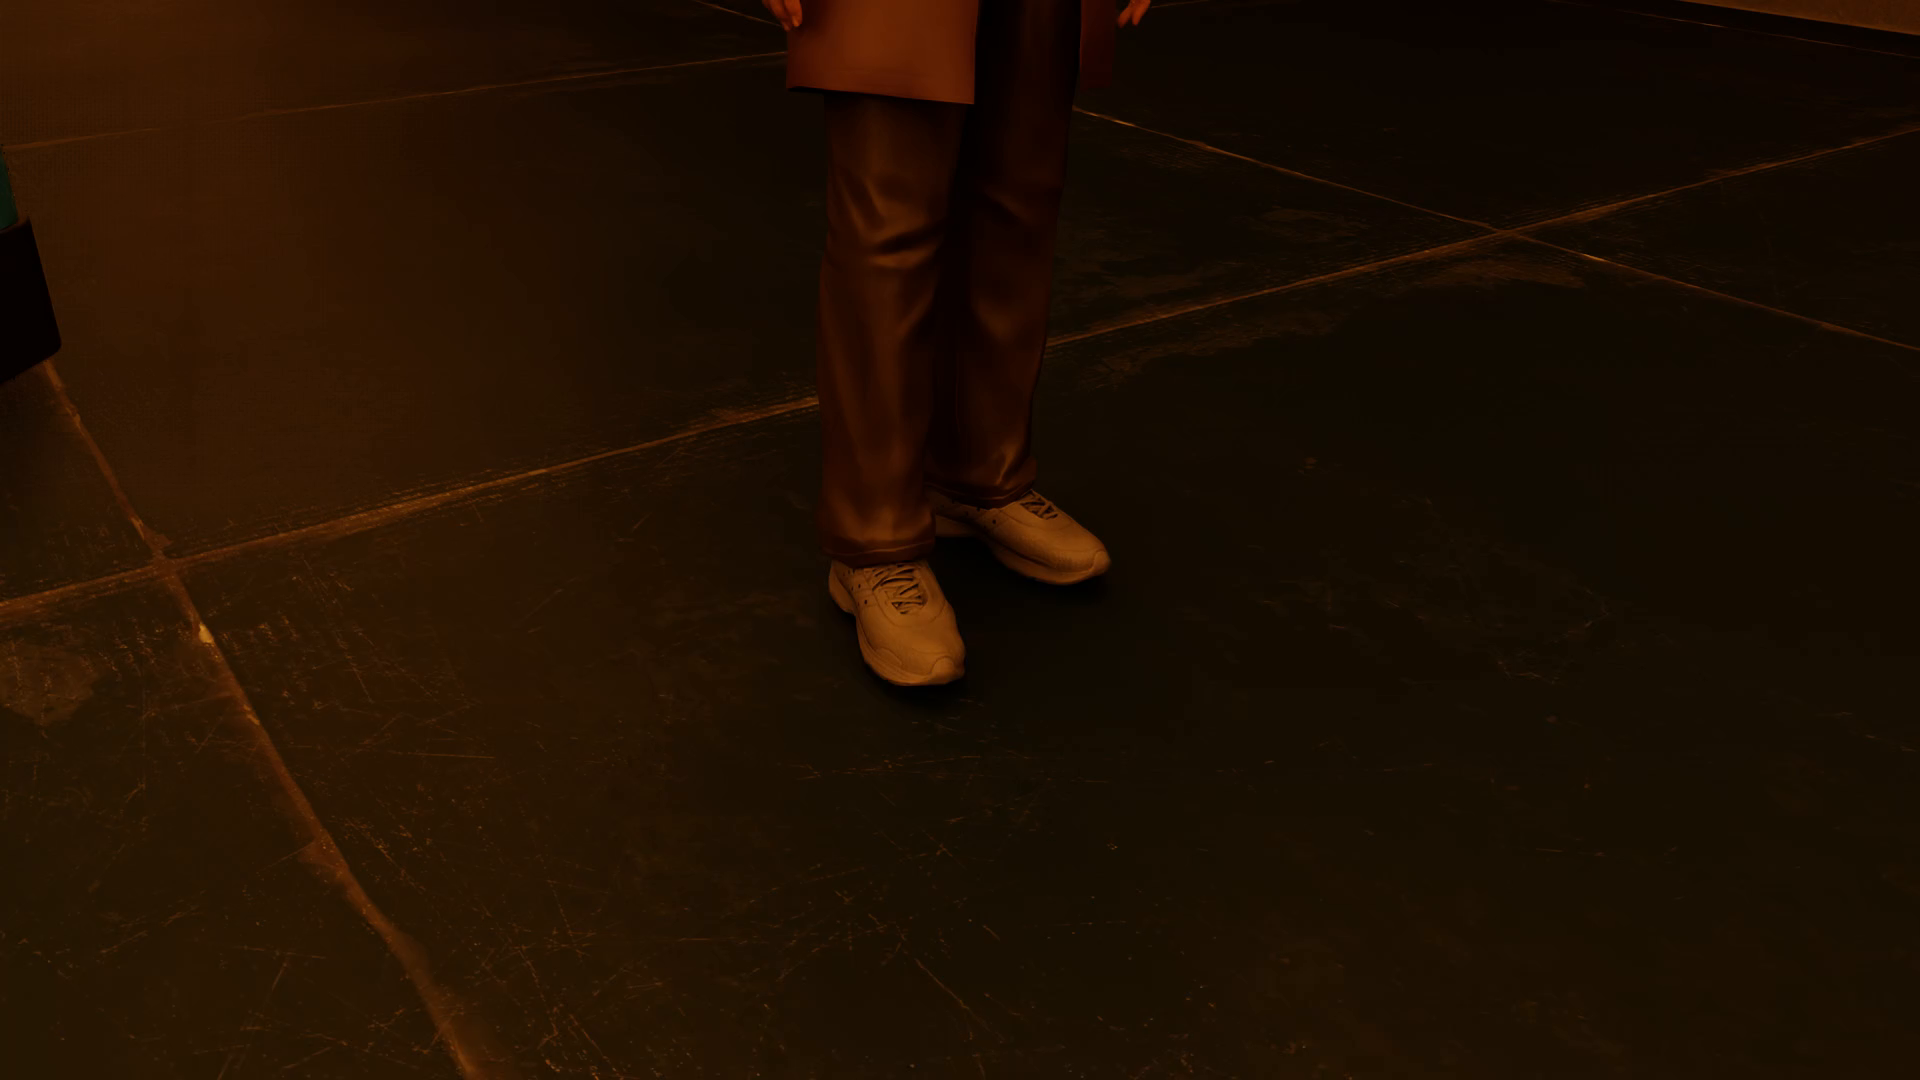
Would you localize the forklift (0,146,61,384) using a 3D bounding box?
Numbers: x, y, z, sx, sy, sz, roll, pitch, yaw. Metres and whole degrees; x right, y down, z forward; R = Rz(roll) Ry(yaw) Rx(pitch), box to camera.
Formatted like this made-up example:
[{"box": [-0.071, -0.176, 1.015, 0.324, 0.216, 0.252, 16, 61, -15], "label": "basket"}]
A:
[{"box": [-3.196, -1.481, 2.183, 3.031, 2.935, 1.130, 3, 27, 7], "label": "forklift"}]

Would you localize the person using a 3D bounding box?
[{"box": [0.048, -0.766, 2.029, 0.694, 1.776, 0.582, -17, 31, -31], "label": "person"}]
